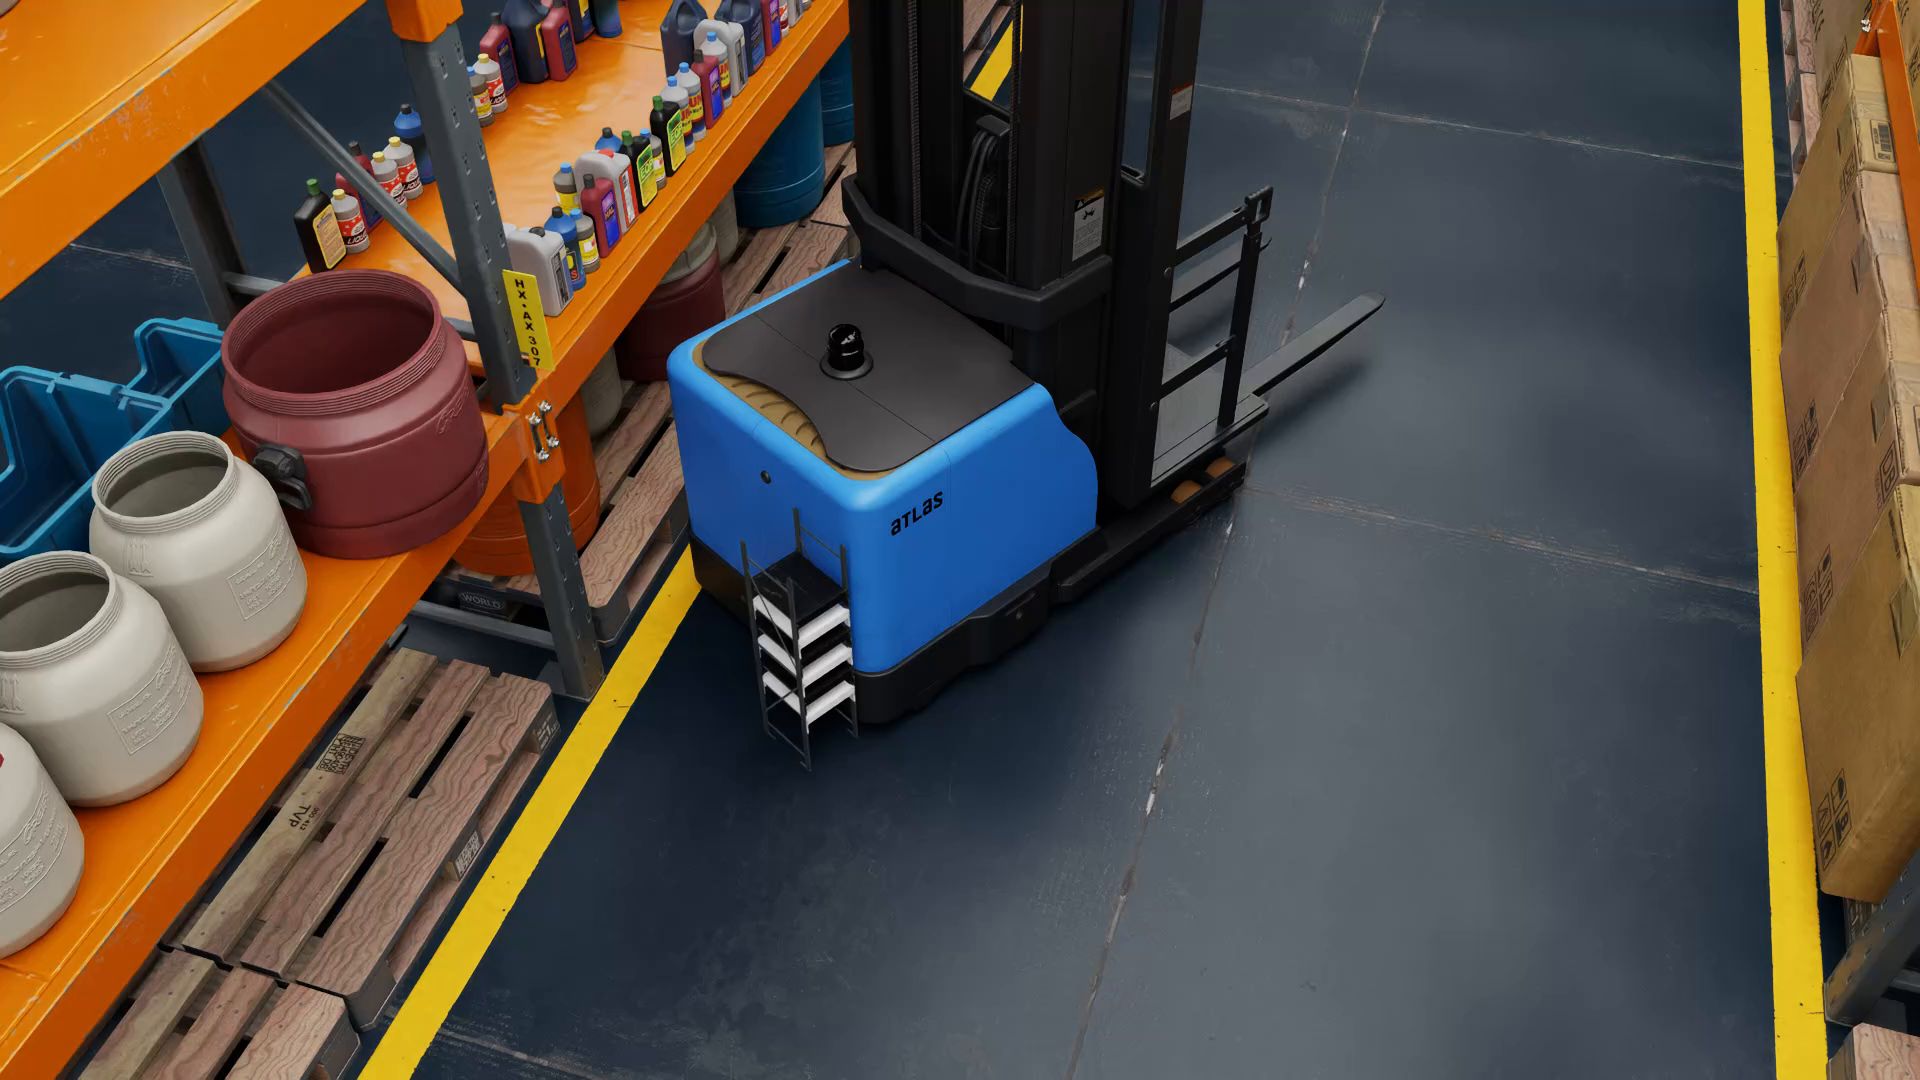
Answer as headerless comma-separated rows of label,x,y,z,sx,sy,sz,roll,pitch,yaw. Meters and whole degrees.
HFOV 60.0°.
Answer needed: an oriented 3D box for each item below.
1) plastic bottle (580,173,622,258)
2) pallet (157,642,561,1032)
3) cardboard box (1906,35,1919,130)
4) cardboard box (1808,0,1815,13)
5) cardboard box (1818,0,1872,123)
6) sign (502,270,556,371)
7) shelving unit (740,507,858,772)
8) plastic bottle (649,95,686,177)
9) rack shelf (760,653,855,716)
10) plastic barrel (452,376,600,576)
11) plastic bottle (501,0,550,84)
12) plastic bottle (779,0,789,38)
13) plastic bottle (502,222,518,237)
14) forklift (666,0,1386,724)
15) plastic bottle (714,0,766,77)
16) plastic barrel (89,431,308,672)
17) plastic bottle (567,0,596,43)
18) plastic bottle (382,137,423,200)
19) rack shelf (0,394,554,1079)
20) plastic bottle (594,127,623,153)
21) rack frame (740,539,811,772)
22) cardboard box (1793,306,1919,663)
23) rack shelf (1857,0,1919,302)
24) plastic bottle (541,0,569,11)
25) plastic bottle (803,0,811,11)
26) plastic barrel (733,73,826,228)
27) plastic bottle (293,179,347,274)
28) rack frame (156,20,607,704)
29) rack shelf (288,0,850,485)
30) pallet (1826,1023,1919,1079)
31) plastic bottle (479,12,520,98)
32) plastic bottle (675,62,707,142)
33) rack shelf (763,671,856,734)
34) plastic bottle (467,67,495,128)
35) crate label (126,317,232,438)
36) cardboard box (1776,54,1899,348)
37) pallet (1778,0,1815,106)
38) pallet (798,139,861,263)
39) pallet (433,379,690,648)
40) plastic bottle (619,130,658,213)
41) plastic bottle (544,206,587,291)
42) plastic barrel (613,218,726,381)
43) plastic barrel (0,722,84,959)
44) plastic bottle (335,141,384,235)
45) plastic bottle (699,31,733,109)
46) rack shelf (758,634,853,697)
plastic bottle,-1.137,-1.046,5.258,0.061,0.283,0.133,13,46,13
pallet,-1.991,0.846,5.234,1.003,0.211,1.213,13,46,13
cardboard box,3.683,-1.722,5.794,0.500,0.500,0.500,13,46,13
cardboard box,5.030,-3.282,8.679,0.875,0.875,0.875,13,46,13
cardboard box,4.488,-2.089,7.459,0.875,0.875,0.875,13,46,13
sign,-1.193,-0.605,4.607,0.100,0.325,0.005,13,46,13
shelving unit,-0.499,0.331,5.268,0.210,0.900,0.258,-33,53,-29
plastic bottle,-0.986,-1.379,5.597,0.061,0.283,0.133,13,46,13
rack shelf,-0.499,0.419,5.354,0.200,0.077,0.258,-33,53,-29
plastic barrel,-1.588,-0.363,5.727,0.600,0.830,0.708,13,46,13
plastic bottle,-1.570,-1.860,6.041,0.144,0.351,0.185,13,46,13
plastic bottle,-0.703,-2.015,6.307,0.097,0.201,0.097,0,44,0
plastic bottle,-1.425,-0.866,5.079,0.152,0.276,0.135,13,46,13
forklift,0.455,-1.348,5.531,3.031,2.935,1.130,-33,53,-29
plastic bottle,-0.808,-1.891,6.073,0.144,0.351,0.185,13,46,13
plastic barrel,-1.828,0.033,3.992,0.421,0.512,0.421,0,44,0
plastic bottle,-1.473,-2.072,6.258,0.144,0.351,0.185,13,46,13
plastic bottle,-1.852,-1.239,5.514,0.097,0.201,0.097,0,44,0
rack shelf,-2.325,0.932,3.667,1.077,0.370,4.000,13,46,13
plastic bottle,-1.137,-1.225,5.449,0.097,0.271,0.097,0,44,0
rack frame,-0.573,0.380,5.218,0.006,0.900,0.240,-33,53,-29
cardboard box,3.507,-0.048,5.373,1.225,0.875,0.875,13,46,13
rack shelf,3.606,-0.685,5.320,1.077,0.370,4.000,13,46,13
plastic bottle,-1.503,-1.938,6.169,0.061,0.283,0.133,13,46,13
plastic bottle,-0.633,-2.170,6.465,0.097,0.201,0.097,0,44,0
plastic barrel,-0.904,-1.894,7.241,0.600,0.901,0.708,13,46,13
plastic bottle,-2.004,-0.977,5.187,0.061,0.283,0.133,13,46,13
rack frame,-1.720,-0.658,4.778,1.000,3.000,0.127,13,46,13
rack shelf,-1.114,-1.734,6.392,1.077,0.370,4.000,13,46,13
pallet,2.763,1.908,4.149,1.003,0.211,1.213,13,46,13
plastic bottle,-1.658,-1.739,5.965,0.061,0.283,0.133,13,46,13
plastic bottle,-0.939,-1.520,5.751,0.097,0.271,0.097,0,44,0
rack shelf,-0.499,0.484,5.417,0.200,0.077,0.258,-33,53,-29
plastic bottle,-1.705,-1.564,5.845,0.097,0.201,0.097,0,44,0
crate label,-2.204,-0.397,4.631,0.303,0.233,0.416,13,46,13
cardboard box,4.037,-1.235,6.587,1.225,0.875,0.875,13,46,13
pallet,4.885,-2.585,8.741,1.003,0.211,1.213,13,46,12
pallet,-0.782,-1.823,7.962,1.003,0.211,1.213,13,46,13
pallet,-1.521,-0.196,6.299,1.003,0.211,1.213,13,46,13
plastic bottle,-1.056,-1.225,5.440,0.061,0.283,0.133,13,46,13
plastic bottle,-1.219,-0.904,5.121,0.097,0.271,0.097,0,44,0
plastic barrel,-1.246,-1.029,6.581,0.600,0.588,0.708,13,46,13
plastic barrel,-2.079,0.591,3.405,0.433,0.535,0.433,0,44,0
plastic bottle,-1.934,-1.131,5.344,0.061,0.283,0.133,13,46,13
plastic bottle,-0.870,-1.674,5.908,0.097,0.271,0.097,0,44,0
rack shelf,-0.499,0.355,5.291,0.200,0.077,0.258,-33,53,-29
